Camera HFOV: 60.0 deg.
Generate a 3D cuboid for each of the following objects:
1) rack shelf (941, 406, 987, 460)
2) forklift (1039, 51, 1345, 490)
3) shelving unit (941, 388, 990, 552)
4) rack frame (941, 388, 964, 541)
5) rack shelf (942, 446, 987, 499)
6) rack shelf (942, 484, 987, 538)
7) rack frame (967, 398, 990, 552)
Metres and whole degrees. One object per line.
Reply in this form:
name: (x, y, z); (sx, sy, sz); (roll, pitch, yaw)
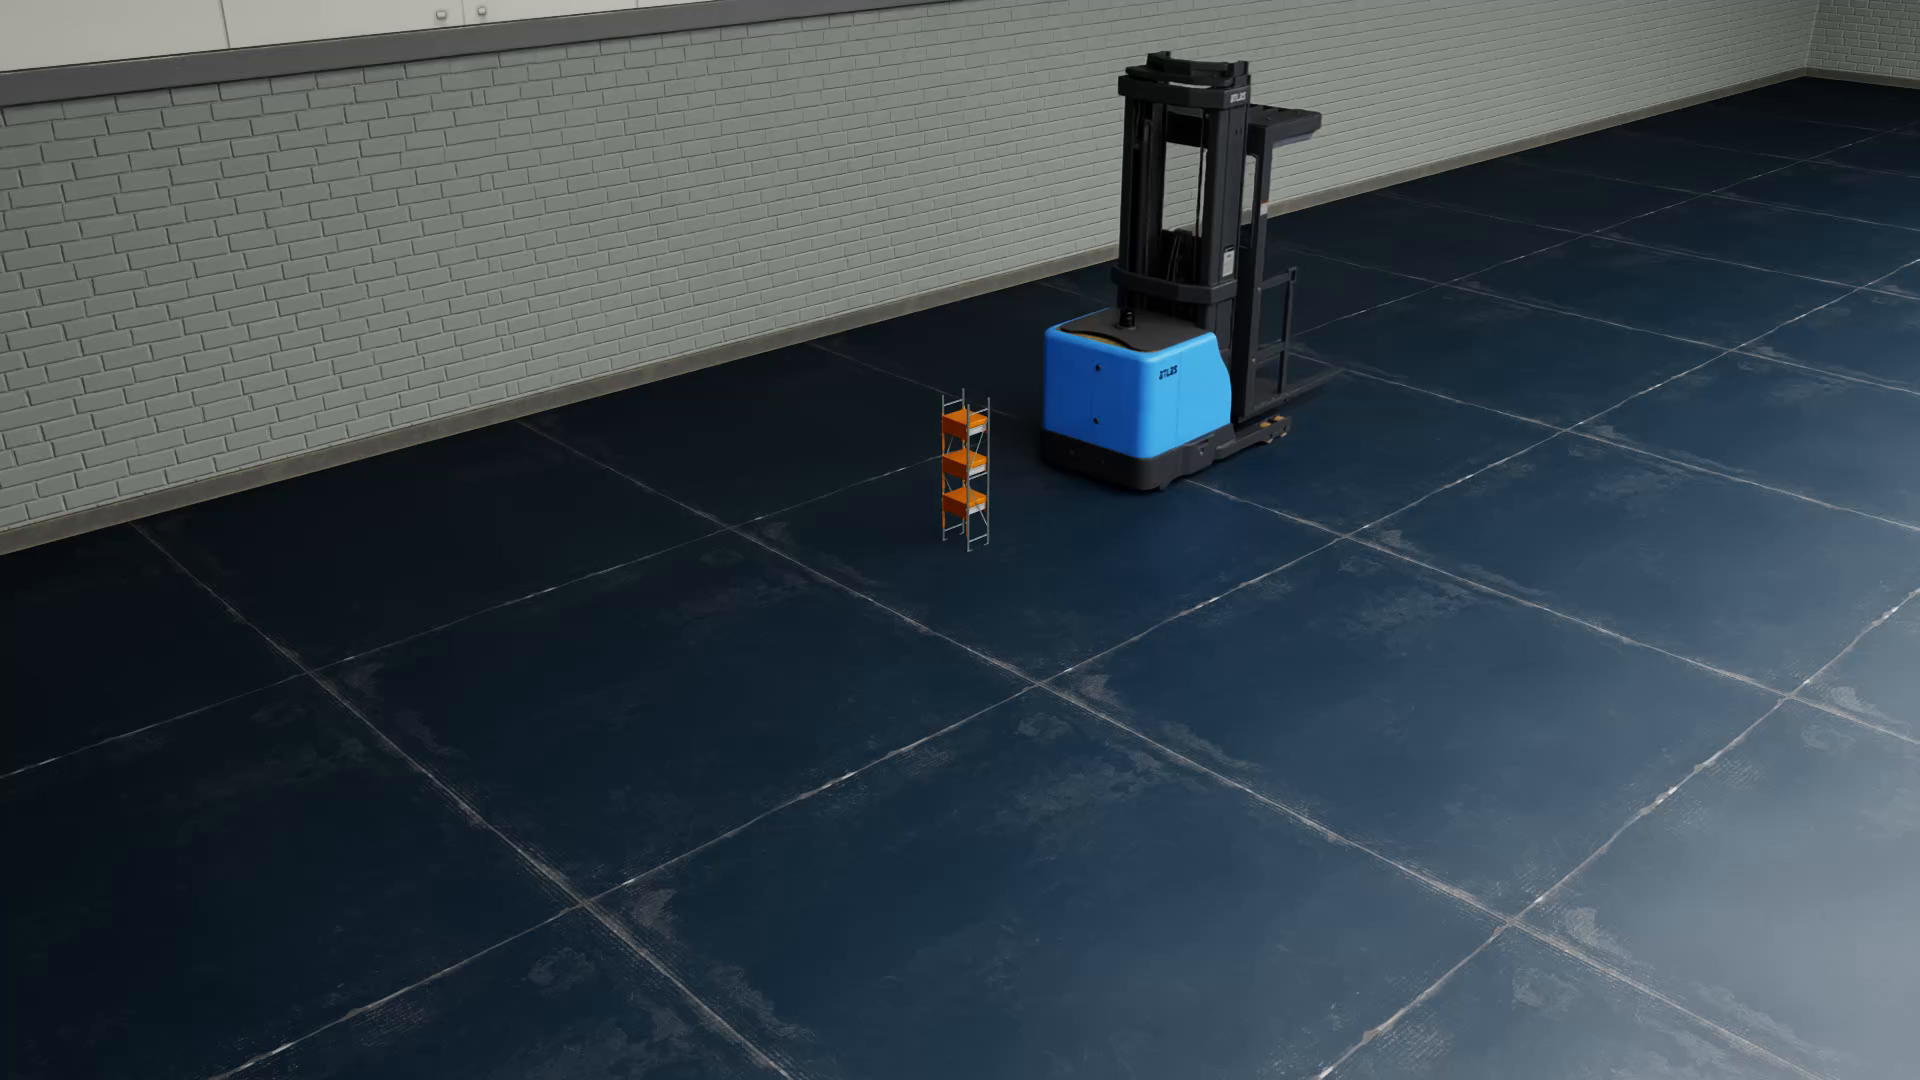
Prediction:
rack shelf: (0.037, -0.710, 10.988); (0.215, 0.259, 0.240); (-21, 32, -38)
forklift: (1.970, -2.215, 12.679); (1.130, 2.935, 3.031); (21, 32, 38)
shelving unit: (0.037, -0.461, 11.101); (0.215, 1.050, 0.252); (-21, 32, -38)
rack frame: (-0.047, -0.498, 11.182); (0.200, 1.050, 0.008); (-21, 32, -38)
rack shelf: (0.037, -0.452, 11.106); (0.215, 0.259, 0.240); (-21, 32, -38)
rack shelf: (0.037, -0.199, 11.221); (0.215, 0.259, 0.240); (-21, 32, -38)
rack frame: (0.120, -0.424, 11.020); (0.200, 1.050, 0.008); (-21, 32, -38)
